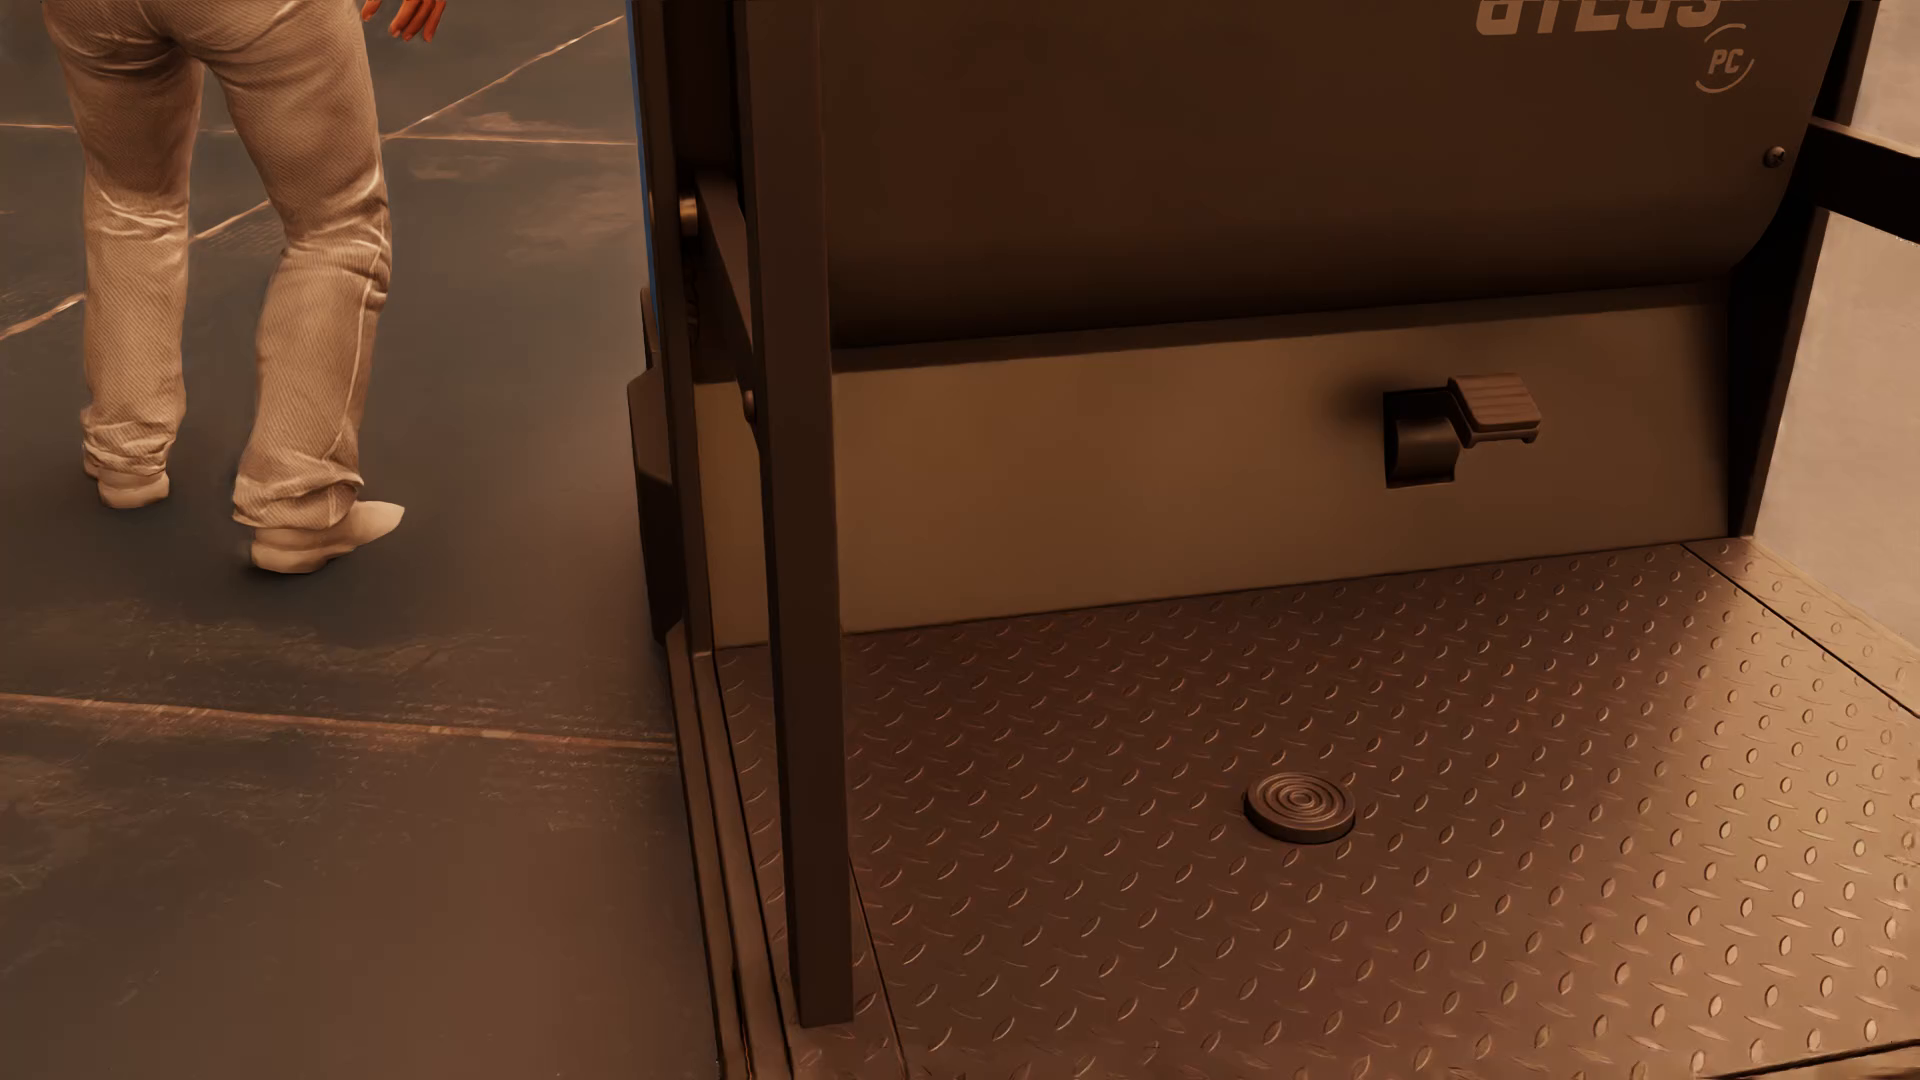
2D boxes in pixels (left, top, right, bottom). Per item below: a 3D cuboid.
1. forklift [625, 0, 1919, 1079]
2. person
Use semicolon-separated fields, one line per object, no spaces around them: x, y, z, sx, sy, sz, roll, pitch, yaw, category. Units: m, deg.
0.331;-0.853;0.926;1.130;2.935;3.031;-6;27;-11;forklift
-1.057;-0.803;2.249;0.848;1.751;0.478;7;27;13;person
